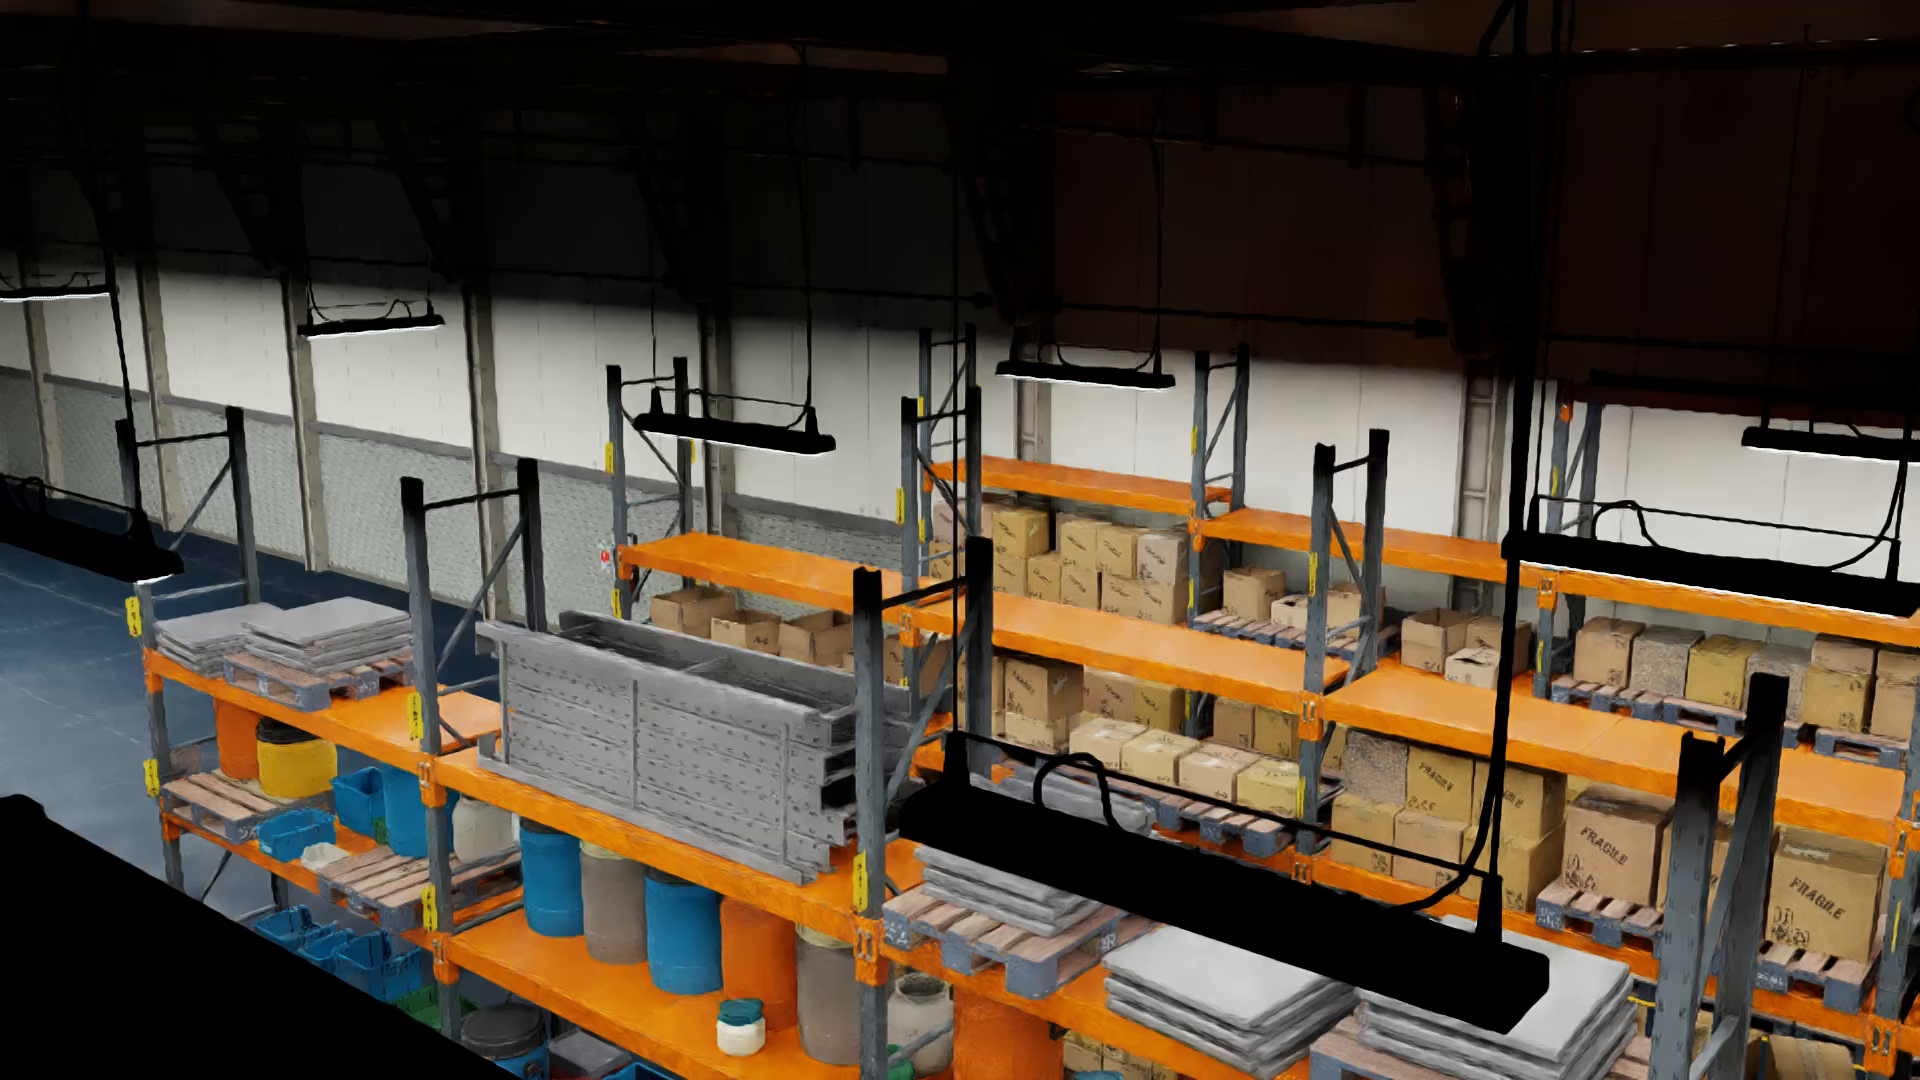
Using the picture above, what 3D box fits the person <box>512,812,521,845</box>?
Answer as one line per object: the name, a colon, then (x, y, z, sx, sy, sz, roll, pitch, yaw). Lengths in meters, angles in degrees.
person: (-4.893, 3.230, 18.041, 0.827, 1.721, 0.697, 12, 17, 43)
